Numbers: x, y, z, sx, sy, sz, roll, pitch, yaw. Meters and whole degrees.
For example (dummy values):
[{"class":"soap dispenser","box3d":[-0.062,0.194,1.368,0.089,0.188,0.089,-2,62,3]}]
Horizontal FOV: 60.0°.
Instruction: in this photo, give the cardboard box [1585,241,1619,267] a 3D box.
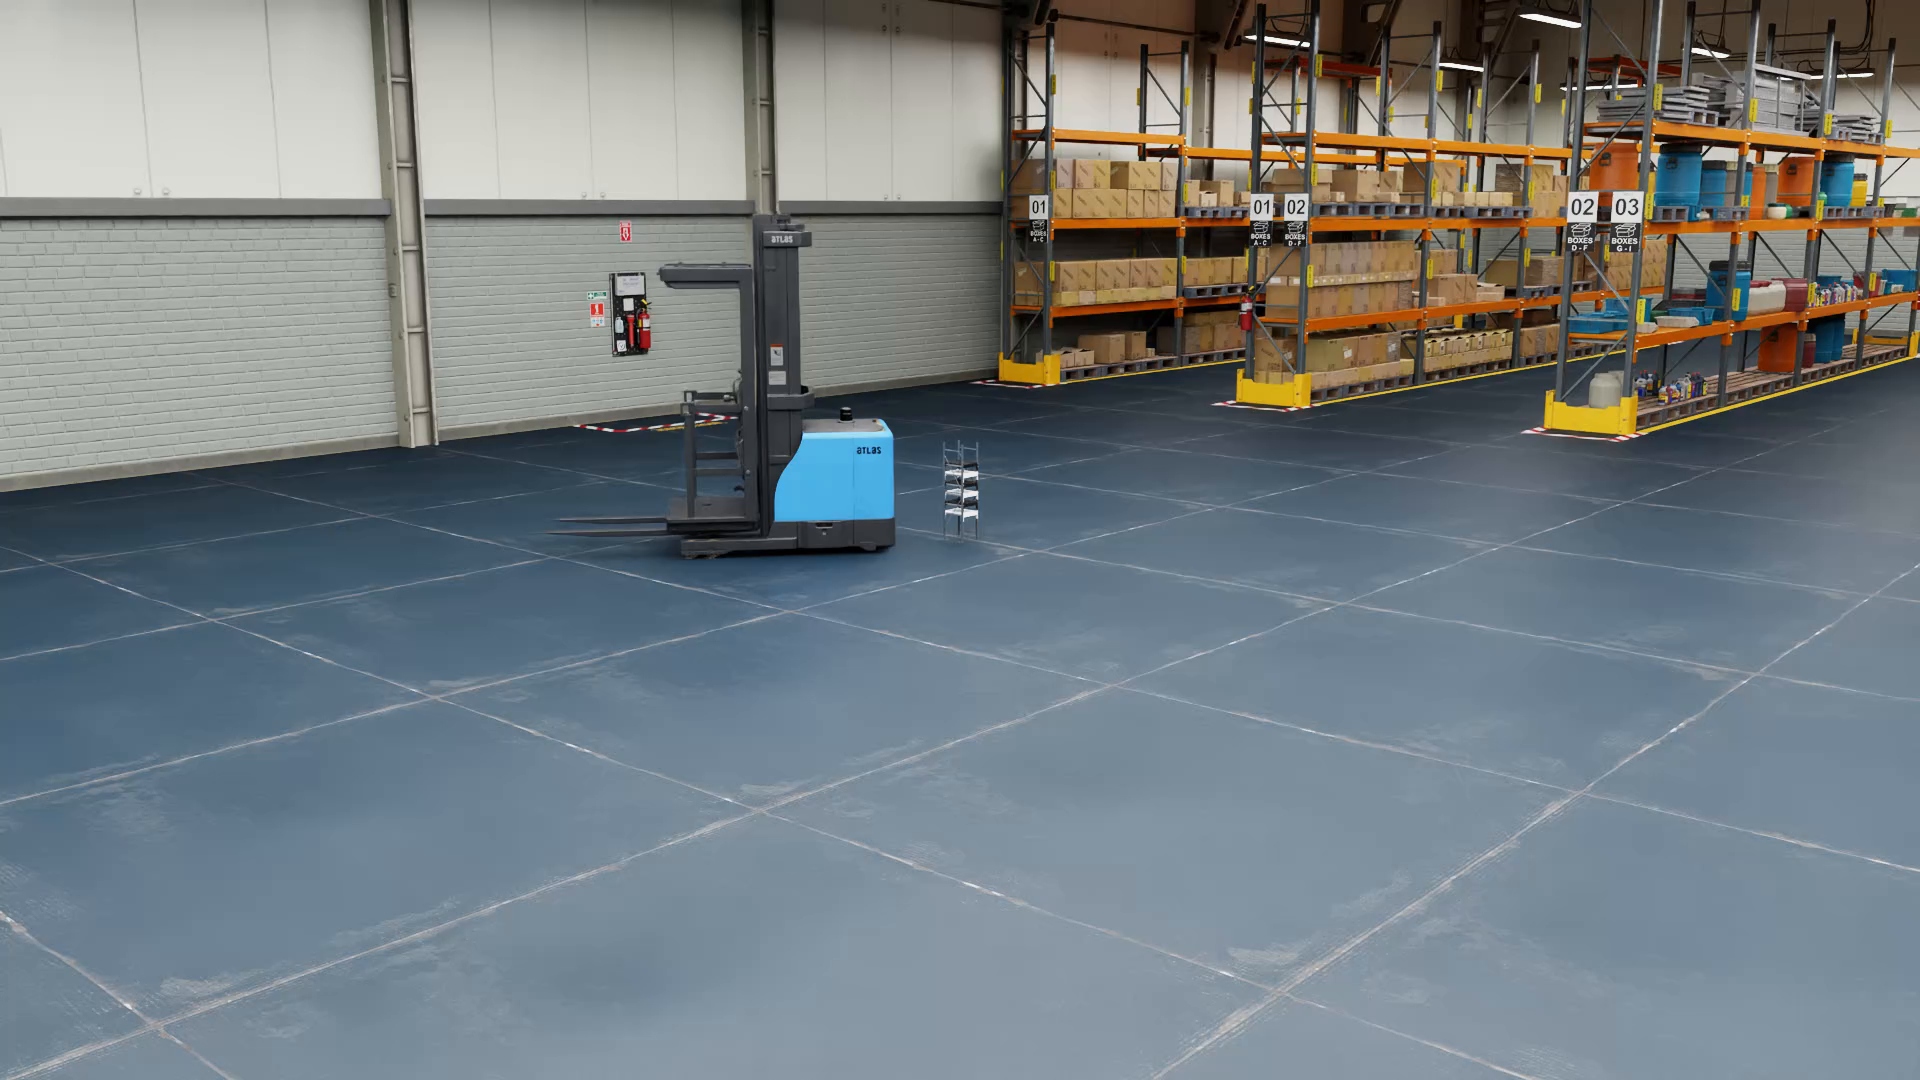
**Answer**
[{"class":"cardboard box","box3d":[13.328,-5.937,34.511,0.500,0.500,0.500,10,15,42]}]

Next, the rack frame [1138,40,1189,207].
[{"class":"rack frame","box3d":[3.801,-7.770,31.177,1.000,3.000,0.127,10,15,40]}]

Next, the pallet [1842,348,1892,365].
[{"class":"pallet","box3d":[17.785,-3.650,32.987,1.003,0.211,1.213,10,15,40]}]

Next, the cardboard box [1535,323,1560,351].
[{"class":"cardboard box","box3d":[11.697,-4.025,33.002,0.500,0.500,0.500,9,14,38]}]

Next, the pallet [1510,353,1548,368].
[{"class":"pallet","box3d":[10.686,-3.514,32.305,1.003,0.211,1.213,10,15,40]}]

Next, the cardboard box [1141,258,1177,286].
[{"class":"cardboard box","box3d":[3.721,-5.023,31.155,0.500,0.500,0.500,10,15,40]}]

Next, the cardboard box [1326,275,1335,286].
[{"class":"cardboard box","box3d":[5.643,-4.072,26.069,0.380,0.149,0.250,10,15,41]}]

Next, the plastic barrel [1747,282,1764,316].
[{"class":"plastic barrel","box3d":[12.523,-3.834,26.441,0.433,0.535,0.433,0,11,0]}]

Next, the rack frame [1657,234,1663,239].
[{"class":"rack frame","box3d":[15.446,-5.954,37.400,1.000,3.000,0.127,10,15,40]}]

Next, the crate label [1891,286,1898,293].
[{"class":"crate label","box3d":[18.394,-4.984,33.068,0.396,0.136,0.243,10,15,40]}]

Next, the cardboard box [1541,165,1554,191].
[{"class":"cardboard box","box3d":[11.131,-7.000,32.174,0.500,0.500,0.500,10,15,40]}]

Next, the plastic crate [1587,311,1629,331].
[{"class":"plastic crate","box3d":[9.141,-3.093,23.456,0.499,0.251,0.408,10,15,40]}]

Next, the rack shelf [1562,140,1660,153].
[{"class":"rack shelf","box3d":[14.126,-8.247,35.410,1.077,0.370,4.000,10,15,40]}]

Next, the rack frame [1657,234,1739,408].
[{"class":"rack frame","box3d":[11.243,-3.547,25.351,1.000,3.000,0.127,10,15,40]}]

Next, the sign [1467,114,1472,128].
[{"class":"sign","box3d":[12.121,-9.960,39.555,0.100,0.325,0.005,10,15,40]}]

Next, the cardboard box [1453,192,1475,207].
[{"class":"cardboard box","box3d":[8.833,-6.065,29.609,0.500,0.250,0.500,8,14,36]}]

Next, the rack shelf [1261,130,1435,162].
[{"class":"rack shelf","box3d":[6.204,-6.287,26.609,1.077,0.370,4.000,10,15,40]}]

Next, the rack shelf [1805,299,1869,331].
[{"class":"rack shelf","box3d":[15.204,-4.077,29.841,1.077,0.370,4.000,10,15,40]}]

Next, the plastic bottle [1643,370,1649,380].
[{"class":"plastic bottle","box3d":[10.398,-2.399,25.242,0.144,0.351,0.185,10,15,42]}]

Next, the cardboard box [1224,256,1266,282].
[{"class":"cardboard box","box3d":[5.790,-5.525,33.876,0.700,0.500,0.500,8,14,35]}]

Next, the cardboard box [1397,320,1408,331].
[{"class":"cardboard box","box3d":[9.987,-5.155,38.713,0.700,0.500,0.500,10,15,40]}]

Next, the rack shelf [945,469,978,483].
[{"class":"rack shelf","box3d":[0.005,-0.586,15.139,0.258,0.077,0.200,10,15,40]}]

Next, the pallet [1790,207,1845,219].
[{"class":"pallet","box3d":[14.462,-5.614,28.523,1.003,0.211,1.213,10,15,40]}]

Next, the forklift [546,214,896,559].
[{"class":"forklift","box3d":[-2.129,-1.383,14.691,3.031,2.935,1.130,-1,11,-7]}]

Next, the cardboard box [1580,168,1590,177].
[{"class":"cardboard box","box3d":[13.098,-7.452,34.435,0.700,0.500,0.500,10,15,40]}]

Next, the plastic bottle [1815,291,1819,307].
[{"class":"plastic bottle","box3d":[14.840,-4.182,28.829,0.061,0.283,0.133,10,15,40]}]

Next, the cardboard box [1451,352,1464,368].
[{"class":"cardboard box","box3d":[8.655,-3.225,29.684,0.500,0.250,0.500,9,15,39]}]

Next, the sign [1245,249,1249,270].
[{"class":"sign","box3d":[4.486,-4.356,25.839,0.100,0.325,0.005,10,15,40]}]

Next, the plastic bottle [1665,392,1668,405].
[{"class":"plastic bottle","box3d":[10.102,-2.044,23.846,0.097,0.201,0.097,0,11,0]}]

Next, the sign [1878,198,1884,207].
[{"class":"sign","box3d":[16.936,-6.128,30.592,0.100,0.325,0.005,10,15,40]}]

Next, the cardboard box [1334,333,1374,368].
[{"class":"cardboard box","box3d":[6.397,-3.095,27.123,0.500,0.500,0.500,10,15,40]}]

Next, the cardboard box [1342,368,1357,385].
[{"class":"cardboard box","box3d":[6.063,-2.655,26.832,0.500,0.250,0.500,10,15,40]}]

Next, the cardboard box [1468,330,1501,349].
[{"class":"cardboard box","box3d":[9.666,-3.723,30.748,0.500,0.311,0.500,9,15,39]}]

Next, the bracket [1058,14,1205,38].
[{"class":"bracket","box3d":[3.214,-9.556,30.927,0.076,0.066,4.783,10,15,40]}]

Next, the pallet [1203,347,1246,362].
[{"class":"pallet","box3d":[5.119,-3.756,33.515,1.003,0.211,1.213,10,15,40]}]

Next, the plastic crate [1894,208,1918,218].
[{"class":"plastic crate","box3d":[18.728,-6.498,33.006,0.450,0.188,0.336,10,15,40]}]

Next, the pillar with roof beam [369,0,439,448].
[{"class":"pillar with roof beam","box3d":[-3.715,-5.074,17.680,9.100,9.000,0.400,10,15,40]}]

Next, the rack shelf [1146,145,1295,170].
[{"class":"rack shelf","box3d":[5.121,-7.515,32.760,1.077,0.370,4.000,10,15,40]}]

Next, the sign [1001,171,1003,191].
[{"class":"sign","box3d":[0.757,-6.219,28.811,0.100,0.325,0.005,10,15,40]}]

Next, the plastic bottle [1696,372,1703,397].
[{"class":"plastic bottle","box3d":[11.034,-2.332,24.907,0.144,0.351,0.185,9,15,39]}]

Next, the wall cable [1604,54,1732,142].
[{"class":"wall cable","box3d":[17.756,-10.926,42.009,3.097,2.526,0.112,10,15,40]}]

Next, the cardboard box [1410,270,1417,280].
[{"class":"cardboard box","box3d":[7.506,-4.488,28.148,0.380,0.149,0.250,10,15,40]}]

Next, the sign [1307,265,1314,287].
[{"class":"sign","box3d":[5.297,-3.990,25.158,0.100,0.325,0.005,10,15,40]}]

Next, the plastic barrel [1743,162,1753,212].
[{"class":"plastic barrel","box3d":[12.279,-5.559,26.487,0.600,0.901,0.708,10,15,40]}]

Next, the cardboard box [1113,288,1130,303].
[{"class":"cardboard box","box3d":[2.729,-4.433,30.119,0.500,0.250,0.500,10,15,41]}]

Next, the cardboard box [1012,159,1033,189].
[{"class":"cardboard box","box3d":[1.249,-6.357,28.901,0.500,0.500,0.500,11,15,43]}]

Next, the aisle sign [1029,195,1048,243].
[{"class":"aisle sign","box3d":[1.338,-5.465,28.316,0.394,0.787,0.004,10,15,40]}]

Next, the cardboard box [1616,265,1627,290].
[{"class":"cardboard box","box3d":[13.682,-5.530,35.022,0.500,0.500,0.500,10,15,41]}]

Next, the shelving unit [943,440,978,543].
[{"class":"shelving unit","box3d":[0.005,-0.442,15.168,0.258,0.900,0.210,10,15,40]}]

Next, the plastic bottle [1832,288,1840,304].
[{"class":"plastic bottle","box3d":[15.690,-4.382,29.846,0.152,0.276,0.135,10,15,40]}]

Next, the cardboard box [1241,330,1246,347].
[{"class":"cardboard box","box3d":[5.578,-4.233,34.044,0.700,0.500,0.500,10,15,40]}]

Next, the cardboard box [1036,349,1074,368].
[{"class":"cardboard box","box3d":[1.685,-3.227,29.489,0.500,0.311,0.500,8,14,34]}]

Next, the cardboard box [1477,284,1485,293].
[{"class":"cardboard box","box3d":[9.429,-4.626,30.982,0.500,0.311,0.500,10,15,40]}]

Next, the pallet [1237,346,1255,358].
[{"class":"pallet","box3d":[5.925,-3.934,34.409,1.003,0.211,1.213,10,15,40]}]

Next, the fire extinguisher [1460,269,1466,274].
[{"class":"fire extinguisher","box3d":[12.169,-6.335,40.460,0.296,0.674,0.183,10,15,40]}]
